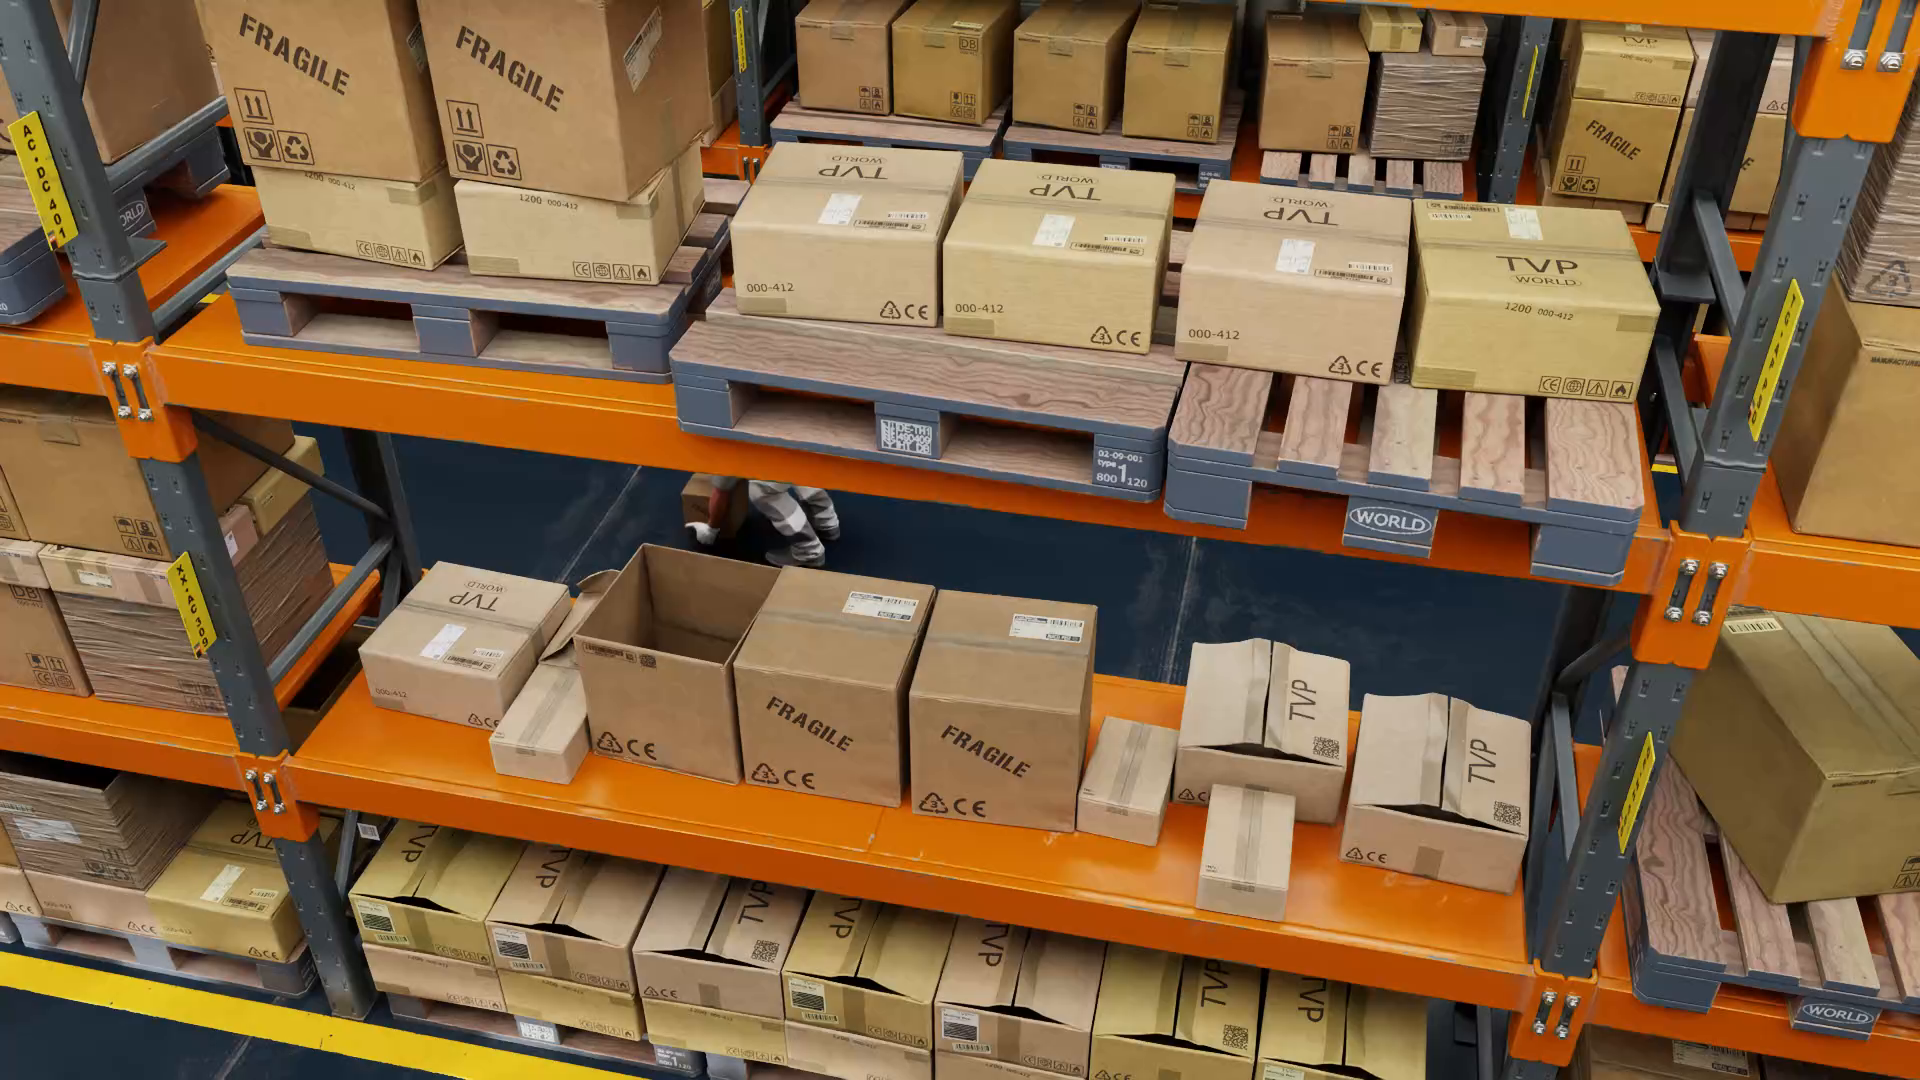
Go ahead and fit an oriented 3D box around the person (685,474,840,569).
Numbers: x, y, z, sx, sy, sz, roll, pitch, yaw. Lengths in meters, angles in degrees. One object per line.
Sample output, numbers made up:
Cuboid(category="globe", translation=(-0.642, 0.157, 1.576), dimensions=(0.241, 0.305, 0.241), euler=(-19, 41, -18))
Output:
Cuboid(category="person", translation=(-0.954, -0.379, 8.127), dimensions=(0.950, 0.997, 0.528), euler=(6, 37, 8))
